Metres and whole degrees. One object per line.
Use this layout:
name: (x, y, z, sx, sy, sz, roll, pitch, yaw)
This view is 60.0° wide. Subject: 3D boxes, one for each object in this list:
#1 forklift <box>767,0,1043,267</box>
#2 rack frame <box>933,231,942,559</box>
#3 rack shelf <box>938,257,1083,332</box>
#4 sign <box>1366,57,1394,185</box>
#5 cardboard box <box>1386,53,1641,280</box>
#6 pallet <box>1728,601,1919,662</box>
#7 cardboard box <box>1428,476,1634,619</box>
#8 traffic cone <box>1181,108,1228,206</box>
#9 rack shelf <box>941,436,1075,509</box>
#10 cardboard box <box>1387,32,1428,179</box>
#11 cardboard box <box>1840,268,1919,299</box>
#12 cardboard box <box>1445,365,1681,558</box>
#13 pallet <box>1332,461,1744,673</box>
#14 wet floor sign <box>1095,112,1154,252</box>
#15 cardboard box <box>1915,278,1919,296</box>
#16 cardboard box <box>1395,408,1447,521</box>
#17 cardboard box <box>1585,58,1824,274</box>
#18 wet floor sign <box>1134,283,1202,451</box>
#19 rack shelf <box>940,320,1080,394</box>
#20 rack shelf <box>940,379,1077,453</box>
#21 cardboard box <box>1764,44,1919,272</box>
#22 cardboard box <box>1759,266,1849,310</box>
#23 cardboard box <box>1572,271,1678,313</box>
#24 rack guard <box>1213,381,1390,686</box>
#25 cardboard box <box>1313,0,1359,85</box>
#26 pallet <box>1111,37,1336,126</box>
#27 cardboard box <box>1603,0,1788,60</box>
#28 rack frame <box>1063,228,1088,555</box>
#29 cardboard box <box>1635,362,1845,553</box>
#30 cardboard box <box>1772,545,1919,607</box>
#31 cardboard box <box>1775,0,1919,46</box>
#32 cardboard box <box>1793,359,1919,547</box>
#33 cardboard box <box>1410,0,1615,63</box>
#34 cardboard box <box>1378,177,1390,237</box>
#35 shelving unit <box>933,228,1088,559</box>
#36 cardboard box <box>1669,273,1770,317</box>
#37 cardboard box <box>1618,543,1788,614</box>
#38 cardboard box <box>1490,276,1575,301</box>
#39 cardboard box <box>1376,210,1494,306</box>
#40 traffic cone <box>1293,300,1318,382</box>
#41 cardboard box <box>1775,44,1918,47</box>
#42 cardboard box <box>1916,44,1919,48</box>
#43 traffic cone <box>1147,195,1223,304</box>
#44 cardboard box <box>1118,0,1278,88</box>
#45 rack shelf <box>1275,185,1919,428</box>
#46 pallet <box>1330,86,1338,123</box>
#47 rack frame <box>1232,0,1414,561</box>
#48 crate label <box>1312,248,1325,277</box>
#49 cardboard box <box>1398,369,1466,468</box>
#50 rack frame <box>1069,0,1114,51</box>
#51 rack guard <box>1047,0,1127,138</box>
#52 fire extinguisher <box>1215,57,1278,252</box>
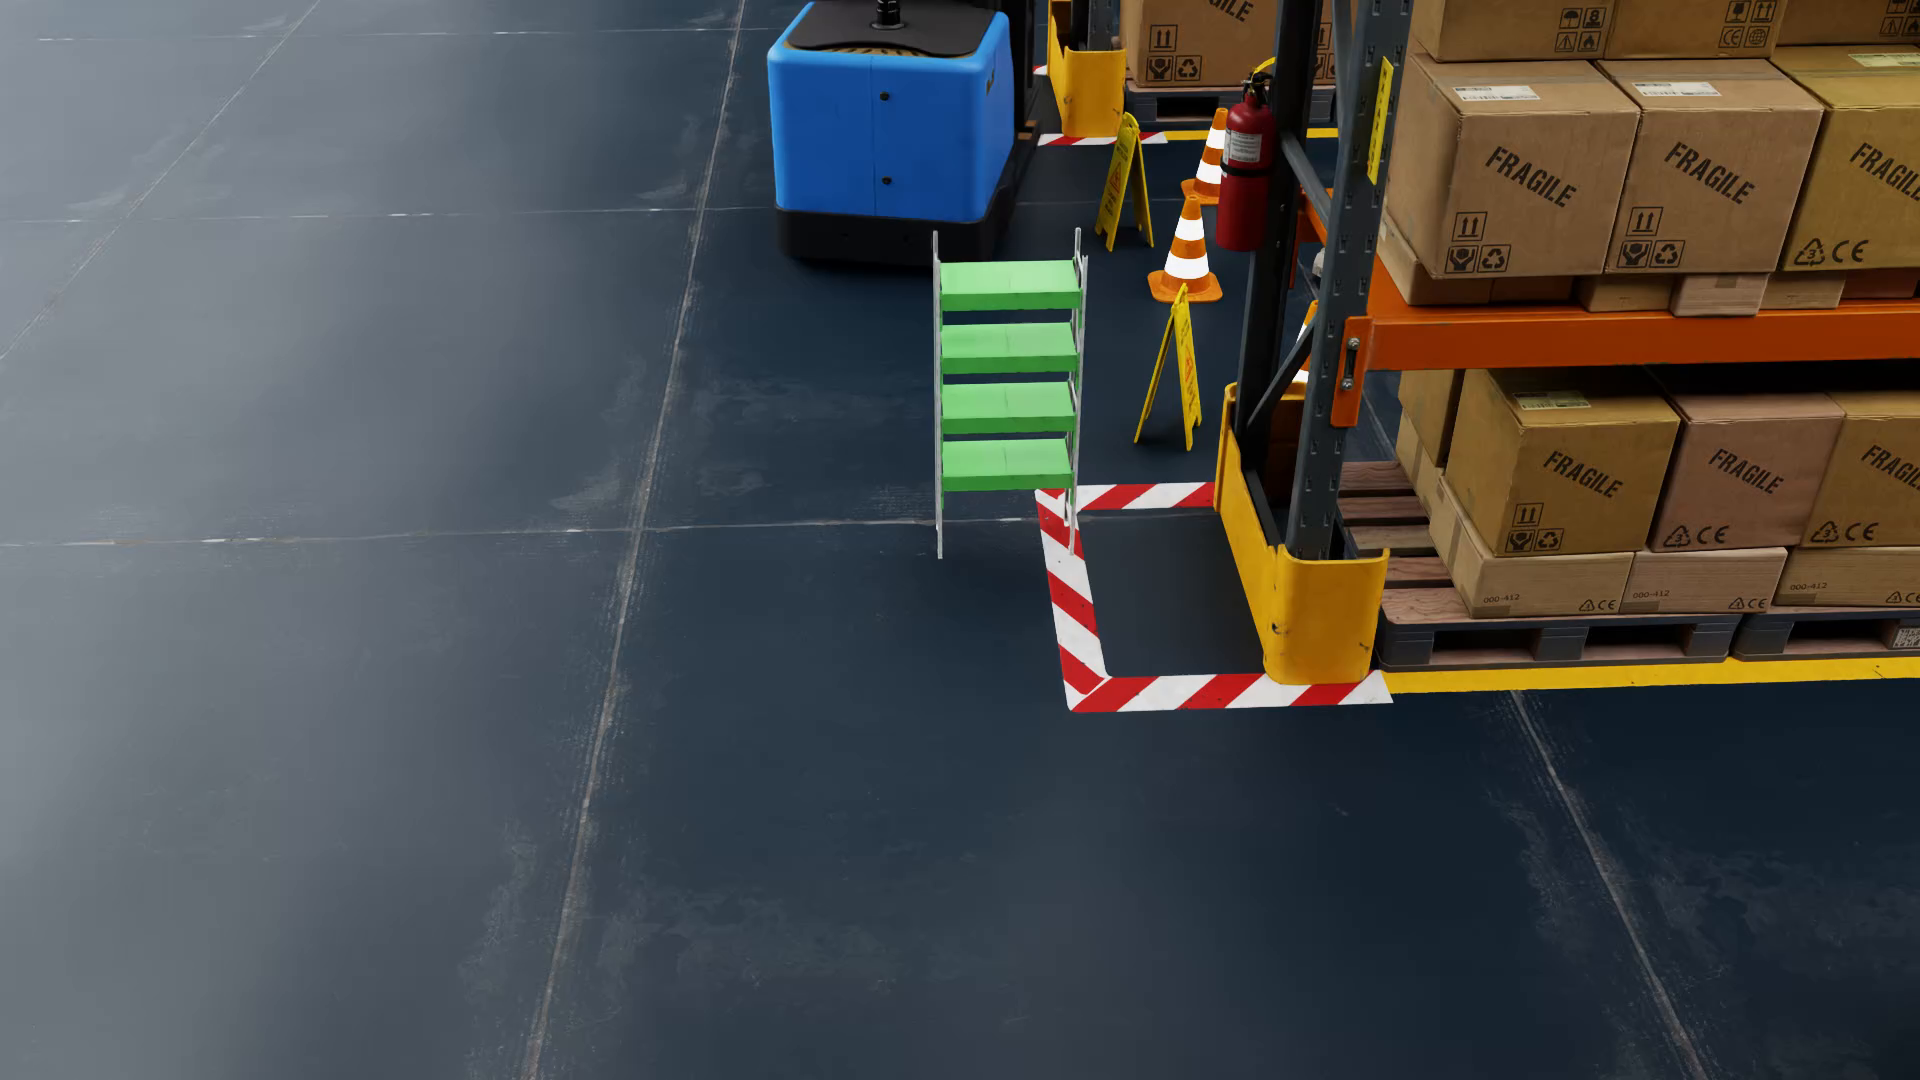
forklift: (-0.143, -3.336, 8.495, 1.130, 2.935, 3.031, 6, 35, 8)
rack frame: (-0.079, -0.491, 5.905, 0.015, 1.200, 0.240, -2, 35, -2)
rack shelf: (0.165, -0.840, 5.678, 0.480, 0.148, 0.258, -2, 35, -2)
sign: (1.130, -1.129, 4.485, 0.005, 0.325, 0.100, -2, 35, -2)
cardboard box: (1.591, -1.100, 4.855, 0.500, 0.500, 0.500, -2, 35, -3)
pallet: (3.209, 0.030, 6.022, 1.213, 0.211, 1.003, -2, 35, -2)
cardboard box: (1.923, 0.012, 5.645, 0.500, 0.250, 0.500, -2, 35, -3)
traffic cone: (1.367, -2.057, 8.815, 0.334, 0.463, 0.336, -2, 35, -2)
rack shelf: (0.165, -0.248, 6.088, 0.480, 0.148, 0.258, -2, 35, -2)
cardboard box: (1.634, -1.417, 5.312, 0.500, 0.500, 0.500, -2, 35, -3)
cardboard box: (2.748, -0.894, 5.127, 0.250, 0.149, 0.380, 0, 35, -1)
cardboard box: (1.947, -0.298, 5.433, 0.500, 0.500, 0.500, -3, 35, -4)
pallet: (1.994, 0.061, 5.976, 1.213, 0.211, 1.003, -2, 35, -2)
wet floor sign: (0.834, -1.799, 8.282, 0.232, 0.644, 0.267, -7, 35, -10)
cardboard box: (3.012, -0.884, 5.113, 0.250, 0.149, 0.380, -2, 35, -3)
cardboard box: (1.923, -0.299, 6.094, 0.500, 0.250, 0.500, -2, 35, -2)
cardboard box: (2.108, -1.116, 4.878, 0.500, 0.500, 0.500, -1, 35, -1)
wet floor sign: (0.864, -0.717, 6.719, 0.232, 0.644, 0.267, 10, 36, 14)
rack shelf: (0.165, -0.643, 5.815, 0.480, 0.148, 0.258, -2, 35, -2)
rack shelf: (0.165, -0.445, 5.951, 0.480, 0.148, 0.258, -2, 35, -2)
cardboard box: (2.617, -1.131, 4.899, 0.500, 0.500, 0.500, -2, 35, -3)
cardboard box: (2.487, -0.853, 5.067, 0.250, 0.149, 0.380, -1, 35, -1)
cardboard box: (1.974, -0.846, 5.057, 0.250, 0.149, 0.380, -3, 35, -4)
rack guard: (1.181, -0.056, 5.892, 0.348, 0.500, 1.175, -2, 35, -2)
cardboard box: (2.322, -3.273, 9.841, 0.875, 0.875, 0.875, -2, 35, -3)
pallet: (1.564, -2.812, 10.128, 1.213, 0.211, 1.003, -2, 35, -2)
cardboard box: (2.110, -1.804, 4.993, 0.500, 0.500, 0.700, -1, 35, -2)
rack frame: (0.409, -0.504, 5.924, 0.015, 1.200, 0.240, -2, 35, -2)
cardboard box: (2.469, -0.314, 5.457, 0.500, 0.500, 0.500, -3, 35, -4)
cardboard box: (2.978, -0.020, 5.690, 0.500, 0.250, 0.500, 1, 35, 1)
cardboard box: (2.615, -1.876, 5.097, 0.500, 0.500, 0.700, -2, 35, -3)
cardboard box: (2.971, -0.323, 5.469, 0.500, 0.500, 0.500, -1, 35, -1)
cardboard box: (1.605, -1.794, 4.979, 0.500, 0.500, 0.700, -2, 35, -3)
cardboard box: (1.468, -1.110, 5.439, 0.250, 0.149, 0.380, 0, 35, -1)
shelving unit: (0.165, -0.498, 5.915, 0.503, 1.200, 0.258, -2, 35, -2)
cardboard box: (2.230, -0.827, 5.029, 0.250, 0.149, 0.380, -1, 35, -1)
cardboard box: (2.434, 0.002, 5.658, 0.500, 0.250, 0.500, 0, 35, -1)
cardboard box: (1.705, -0.885, 5.114, 0.250, 0.149, 0.380, -1, 35, -2)
cardboard box: (1.454, -0.870, 5.092, 0.250, 0.149, 0.380, -1, 35, -2)
traffic cone: (1.473, -0.784, 6.976, 0.334, 0.463, 0.336, -2, 35, -2)
cardboard box: (2.634, -1.439, 5.344, 0.500, 0.500, 0.500, -2, 35, -2)
cardboard box: (3.125, -1.149, 4.925, 0.500, 0.500, 0.500, -2, 35, -3)
traffic cone: (1.081, -1.405, 7.874, 0.334, 0.463, 0.336, -2, 35, -2)
cardboard box: (1.444, -3.248, 9.805, 0.875, 0.875, 0.875, -1, 35, -2)
rack shelf: (3.102, -0.840, 5.460, 4.000, 0.370, 1.077, -2, 35, -2)
pallet: (2.780, -2.843, 10.173, 1.213, 0.211, 1.003, -2, 35, -2)
rack frame: (1.105, -1.082, 5.177, 0.127, 3.000, 1.000, -2, 35, -2)
crate label: (1.863, -1.328, 8.048, 0.298, 0.136, 0.250, -20, 39, -26)
cardboard box: (1.893, -0.602, 5.872, 0.500, 0.500, 0.500, -1, 35, -2)
rack frame: (0.769, -3.893, 9.239, 0.127, 3.000, 1.000, -2, 35, -2)
rack guard: (0.745, -2.864, 9.950, 0.348, 0.500, 1.175, -2, 35, -2)
fire extinguisher: (0.968, -1.309, 5.573, 0.183, 0.674, 0.296, -2, 35, -2)
